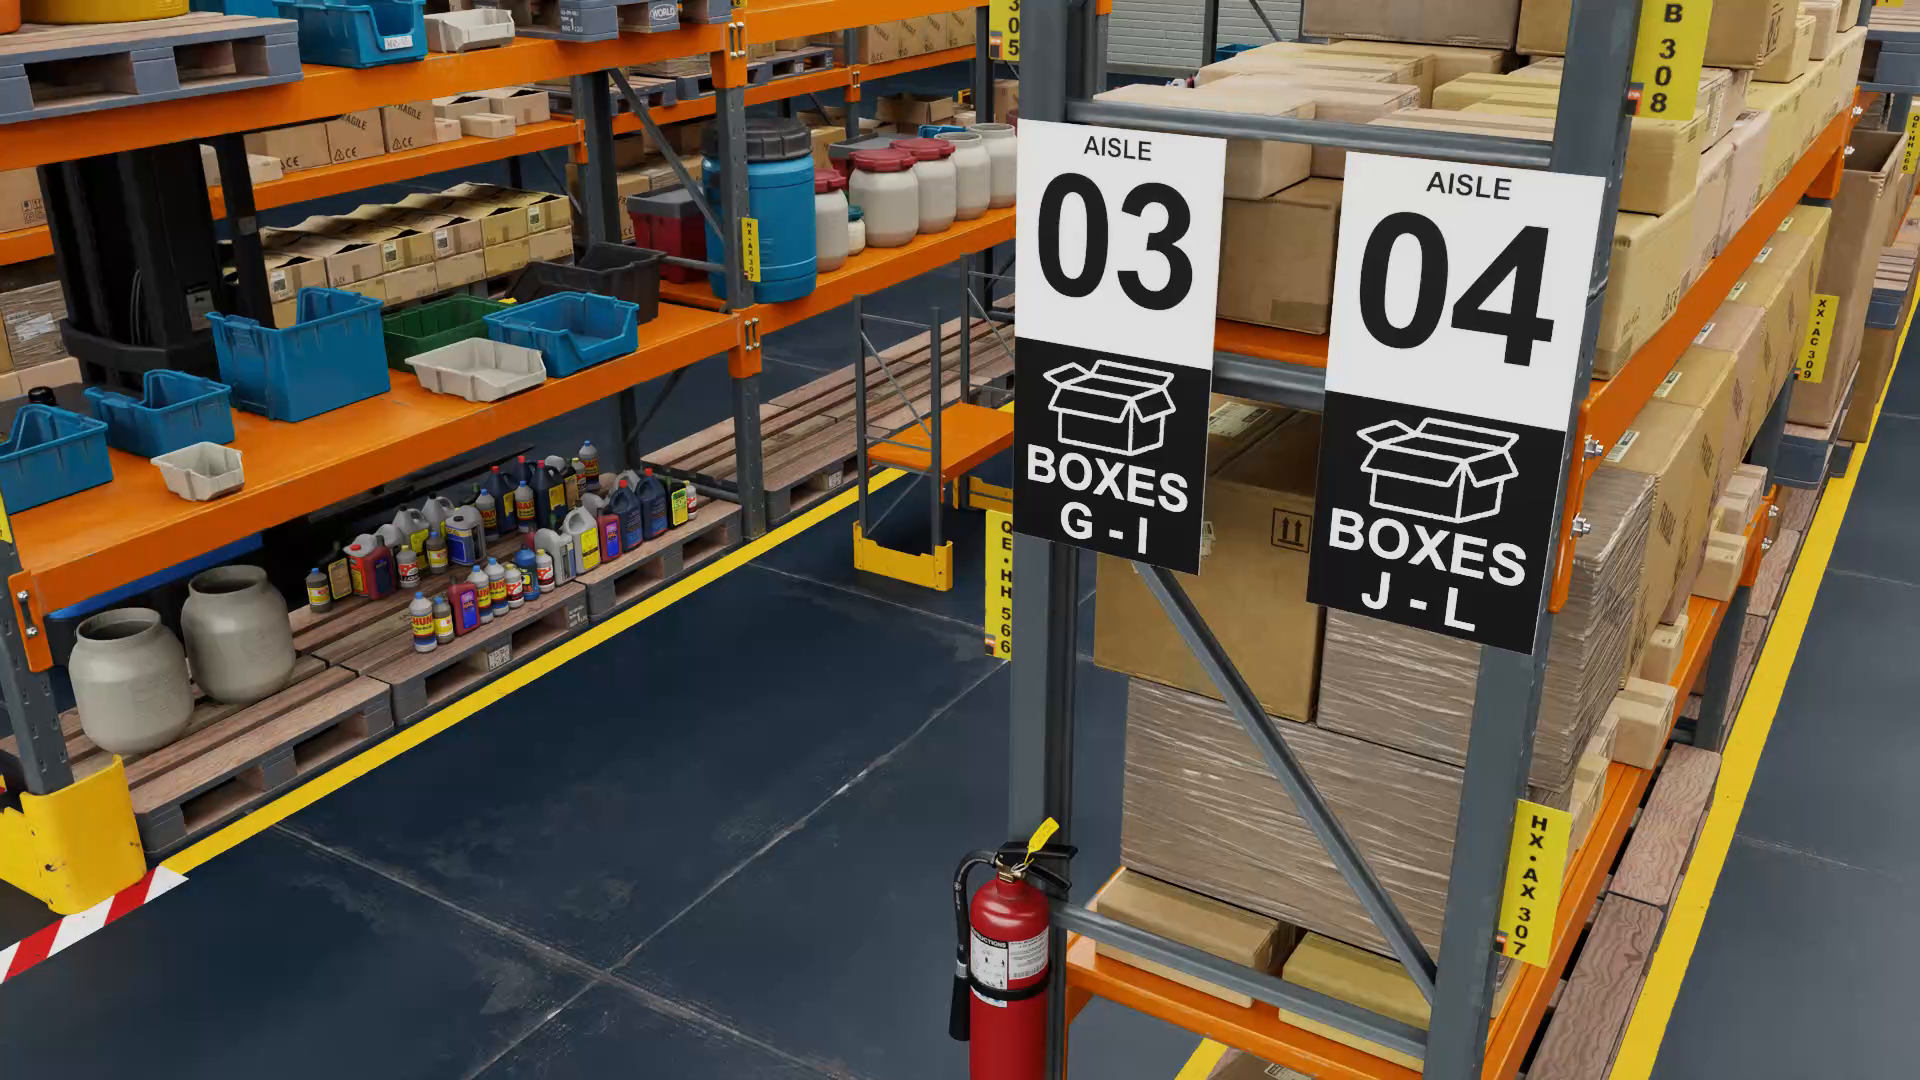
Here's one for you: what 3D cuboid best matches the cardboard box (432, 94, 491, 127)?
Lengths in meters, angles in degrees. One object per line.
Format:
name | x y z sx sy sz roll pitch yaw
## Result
cardboard box | -4.273 -3.577 13.850 0.500 0.311 0.500 14 27 28

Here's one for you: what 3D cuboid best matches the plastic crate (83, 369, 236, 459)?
plastic crate | -3.293 -0.521 6.866 0.499 0.251 0.408 14 27 29

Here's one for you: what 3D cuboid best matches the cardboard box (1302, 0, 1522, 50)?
cardboard box | 1.160 -1.467 3.957 0.500 0.500 0.500 14 27 29

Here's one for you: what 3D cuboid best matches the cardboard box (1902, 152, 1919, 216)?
cardboard box | 6.067 -2.472 11.058 0.500 0.500 0.500 14 27 29

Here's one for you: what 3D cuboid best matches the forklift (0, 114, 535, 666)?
forklift | -3.681 -1.289 8.539 1.130 2.935 3.031 15 28 31

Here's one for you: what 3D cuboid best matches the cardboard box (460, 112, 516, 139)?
cardboard box | -3.877 -3.403 13.651 0.380 0.149 0.250 14 27 29

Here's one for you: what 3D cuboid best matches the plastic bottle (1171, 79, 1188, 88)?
plastic bottle | 1.918 -3.933 14.717 0.152 0.276 0.135 14 27 29

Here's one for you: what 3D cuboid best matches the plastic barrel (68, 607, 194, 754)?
plastic barrel | -3.368 0.571 6.759 0.421 0.512 0.421 0 23 0

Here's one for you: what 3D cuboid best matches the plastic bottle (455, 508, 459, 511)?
plastic bottle | -2.588 -0.068 8.600 0.097 0.201 0.097 0 23 0

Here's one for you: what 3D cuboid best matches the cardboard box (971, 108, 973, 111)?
cardboard box | -0.062 -5.328 20.793 0.380 0.166 0.250 14 27 29

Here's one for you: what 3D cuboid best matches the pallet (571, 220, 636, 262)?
pallet | -3.211 -2.844 15.554 1.003 0.211 1.213 14 27 29

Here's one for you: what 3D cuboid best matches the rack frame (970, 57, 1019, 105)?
rack frame | 0.583 -6.580 20.673 1.000 3.000 0.127 14 27 29

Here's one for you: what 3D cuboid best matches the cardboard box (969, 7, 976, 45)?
cardboard box | 0.039 -6.074 19.380 0.500 0.500 0.500 14 27 29

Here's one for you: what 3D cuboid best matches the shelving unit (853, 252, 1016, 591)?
shelving unit | -0.040 -0.663 8.893 0.587 1.500 1.083 14 27 29

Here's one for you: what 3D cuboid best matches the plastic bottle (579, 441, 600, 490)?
plastic bottle | -2.081 -0.424 9.335 0.097 0.271 0.097 0 23 0

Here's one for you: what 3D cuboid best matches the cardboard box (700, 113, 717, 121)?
cardboard box | -2.517 -4.179 16.776 0.500 0.250 0.500 14 27 29

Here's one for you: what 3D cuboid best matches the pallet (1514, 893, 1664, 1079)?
pallet | 1.700 1.475 5.577 1.003 0.211 1.213 14 27 29

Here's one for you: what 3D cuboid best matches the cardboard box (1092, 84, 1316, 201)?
cardboard box | 0.438 -0.752 3.123 0.380 0.149 0.250 14 27 29

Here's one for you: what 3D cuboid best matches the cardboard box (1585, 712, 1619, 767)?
cardboard box | 1.564 0.544 4.535 0.380 0.149 0.250 14 27 29

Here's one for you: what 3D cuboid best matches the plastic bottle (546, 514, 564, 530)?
plastic bottle | -2.008 -0.007 8.355 0.061 0.283 0.133 14 27 29

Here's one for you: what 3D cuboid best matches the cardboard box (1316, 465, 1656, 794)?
cardboard box | 1.079 0.128 3.420 0.500 0.500 0.500 14 27 29

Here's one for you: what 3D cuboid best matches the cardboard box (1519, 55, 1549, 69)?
cardboard box | 1.315 -1.272 4.325 0.380 0.149 0.250 12 26 26

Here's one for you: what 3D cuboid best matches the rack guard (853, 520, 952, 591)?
rack guard | -0.303 0.079 8.753 0.587 0.250 0.087 14 27 29

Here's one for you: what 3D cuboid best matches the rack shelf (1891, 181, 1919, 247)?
rack shelf | 5.832 -2.147 11.340 1.077 0.370 4.000 14 27 29

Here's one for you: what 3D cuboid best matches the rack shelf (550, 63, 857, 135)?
rack shelf | -2.582 -4.224 16.138 1.077 0.370 4.000 14 27 29

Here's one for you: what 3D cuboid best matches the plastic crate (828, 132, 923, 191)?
plastic crate | -0.543 -2.388 10.911 0.402 0.464 0.583 14 27 29

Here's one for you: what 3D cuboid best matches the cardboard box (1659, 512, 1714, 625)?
cardboard box | 1.905 -0.144 5.308 0.875 0.500 0.500 14 27 29

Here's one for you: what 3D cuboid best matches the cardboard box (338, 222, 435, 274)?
cardboard box | -4.507 -2.324 13.069 0.500 0.311 0.500 15 27 30

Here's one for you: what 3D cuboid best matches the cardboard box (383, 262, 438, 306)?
cardboard box | -4.513 -2.064 13.174 0.500 0.250 0.500 14 27 30

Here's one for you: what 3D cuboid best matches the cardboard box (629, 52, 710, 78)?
cardboard box | -2.756 -4.623 15.499 0.700 0.500 0.500 20 31 39

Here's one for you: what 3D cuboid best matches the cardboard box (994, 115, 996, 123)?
cardboard box | 0.215 -5.128 20.333 0.380 0.166 0.250 14 27 29

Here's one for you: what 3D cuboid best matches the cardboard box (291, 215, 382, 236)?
cardboard box | -4.974 -2.428 13.310 0.500 0.311 0.500 13 27 28

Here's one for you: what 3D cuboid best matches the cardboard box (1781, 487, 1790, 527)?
cardboard box | 4.159 -0.437 9.076 0.700 0.500 0.500 11 26 25

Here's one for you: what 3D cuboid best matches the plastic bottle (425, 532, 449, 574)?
plastic bottle | -2.615 0.058 8.309 0.097 0.201 0.097 0 23 0

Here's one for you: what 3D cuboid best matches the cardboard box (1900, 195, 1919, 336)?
cardboard box | 6.566 -2.150 12.586 1.225 0.875 0.875 14 27 29

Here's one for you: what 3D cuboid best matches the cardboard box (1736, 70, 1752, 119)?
cardboard box | 1.614 -1.069 3.855 0.380 0.149 0.250 13 26 27

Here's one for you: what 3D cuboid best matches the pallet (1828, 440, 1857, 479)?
pallet | 5.257 -0.773 10.770 1.003 0.211 1.213 14 27 29

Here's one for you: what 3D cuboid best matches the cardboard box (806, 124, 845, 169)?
cardboard box | -1.544 -4.058 17.440 0.500 0.500 0.500 14 27 29

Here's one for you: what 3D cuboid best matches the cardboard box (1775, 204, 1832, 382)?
cardboard box | 2.664 -0.884 5.757 0.500 0.500 0.500 14 27 29

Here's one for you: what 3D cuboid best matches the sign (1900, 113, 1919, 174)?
sign | 5.243 -2.187 9.168 0.100 0.325 0.005 14 27 29

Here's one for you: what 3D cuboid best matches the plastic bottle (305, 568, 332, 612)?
plastic bottle | -3.054 0.230 7.911 0.097 0.201 0.097 0 23 0

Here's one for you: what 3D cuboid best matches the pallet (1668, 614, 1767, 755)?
pallet | 3.077 0.564 7.681 1.003 0.211 1.213 14 27 29

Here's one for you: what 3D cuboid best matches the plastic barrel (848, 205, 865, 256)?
plastic barrel | -0.712 -1.841 9.902 0.301 0.262 0.301 0 23 0

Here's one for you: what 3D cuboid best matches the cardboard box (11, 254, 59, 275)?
cardboard box | -6.258 -1.714 11.421 0.500 0.500 0.500 14 27 29

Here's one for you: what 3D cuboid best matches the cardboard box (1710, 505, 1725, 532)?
cardboard box | 2.481 -0.049 5.903 0.380 0.149 0.250 14 27 29

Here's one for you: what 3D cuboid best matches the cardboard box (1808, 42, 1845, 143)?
cardboard box | 2.364 -1.377 5.069 0.500 0.250 0.500 15 27 30

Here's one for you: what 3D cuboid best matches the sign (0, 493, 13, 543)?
sign | -3.186 -0.150 5.473 0.100 0.325 0.005 14 27 29

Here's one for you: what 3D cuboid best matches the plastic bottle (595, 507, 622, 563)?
plastic bottle | -1.787 -0.039 8.430 0.061 0.283 0.133 16 28 32

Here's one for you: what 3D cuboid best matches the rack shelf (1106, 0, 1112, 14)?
rack shelf | 1.624 -4.562 13.141 1.077 0.370 4.000 14 27 29

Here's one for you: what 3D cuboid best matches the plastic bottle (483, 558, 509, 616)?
plastic bottle | -2.196 0.214 7.860 0.097 0.271 0.097 0 23 0

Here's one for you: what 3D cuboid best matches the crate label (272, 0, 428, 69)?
crate label | -2.383 -2.011 6.531 0.502 0.251 0.408 14 27 29

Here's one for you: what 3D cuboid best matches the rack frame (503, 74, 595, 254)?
rack frame | -3.637 -3.879 14.436 1.000 3.000 0.127 14 27 29
